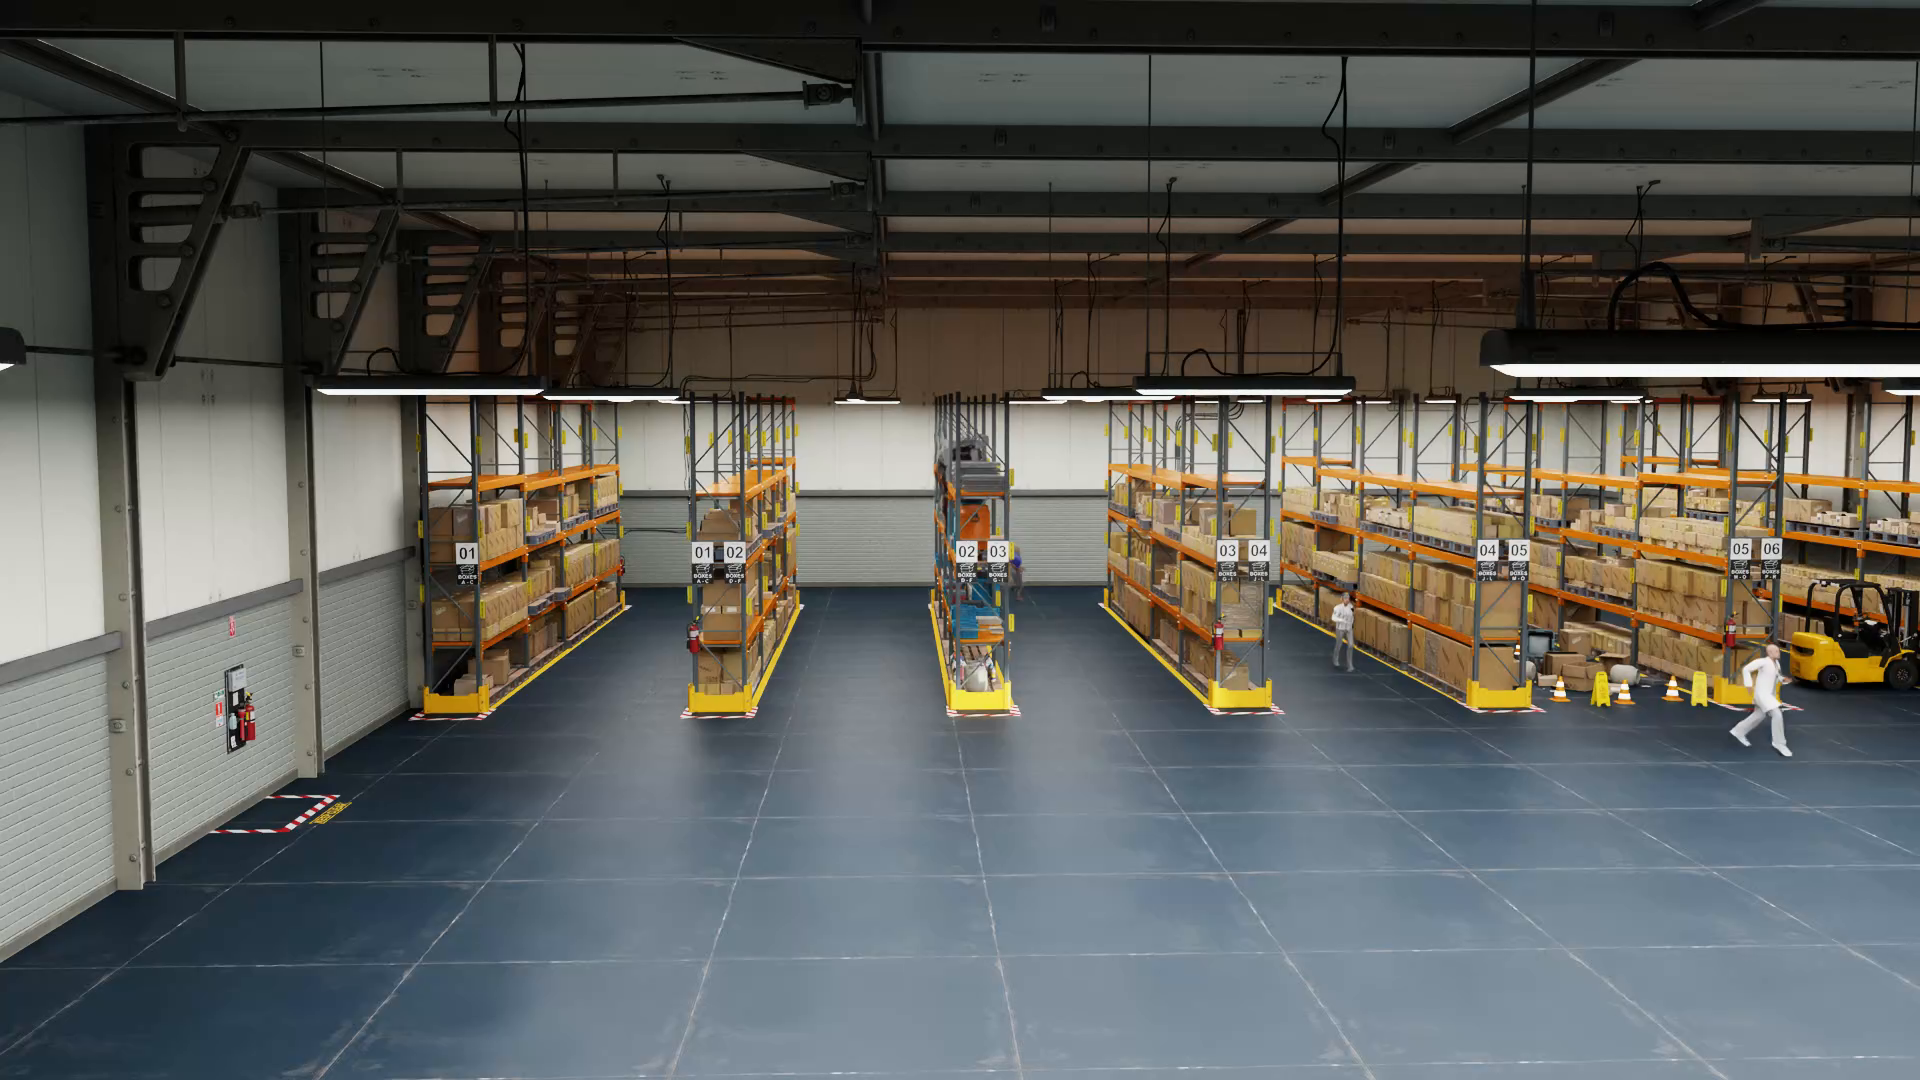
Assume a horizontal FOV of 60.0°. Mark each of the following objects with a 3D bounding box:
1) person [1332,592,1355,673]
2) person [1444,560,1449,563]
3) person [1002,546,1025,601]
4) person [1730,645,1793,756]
[{"bbox_3d":[8.349,1.973,36.231,0.562,1.719,0.857,0,5,-4],"label":"person"},{"bbox_3d":[14.499,0.909,49.381,0.543,1.721,0.760,2,5,23],"label":"person"},{"bbox_3d":[1.635,0.981,49.278,0.624,1.640,0.583,1,5,15],"label":"person"},{"bbox_3d":[13.333,2.637,27.622,0.738,1.813,1.024,-4,6,-41],"label":"person"}]
